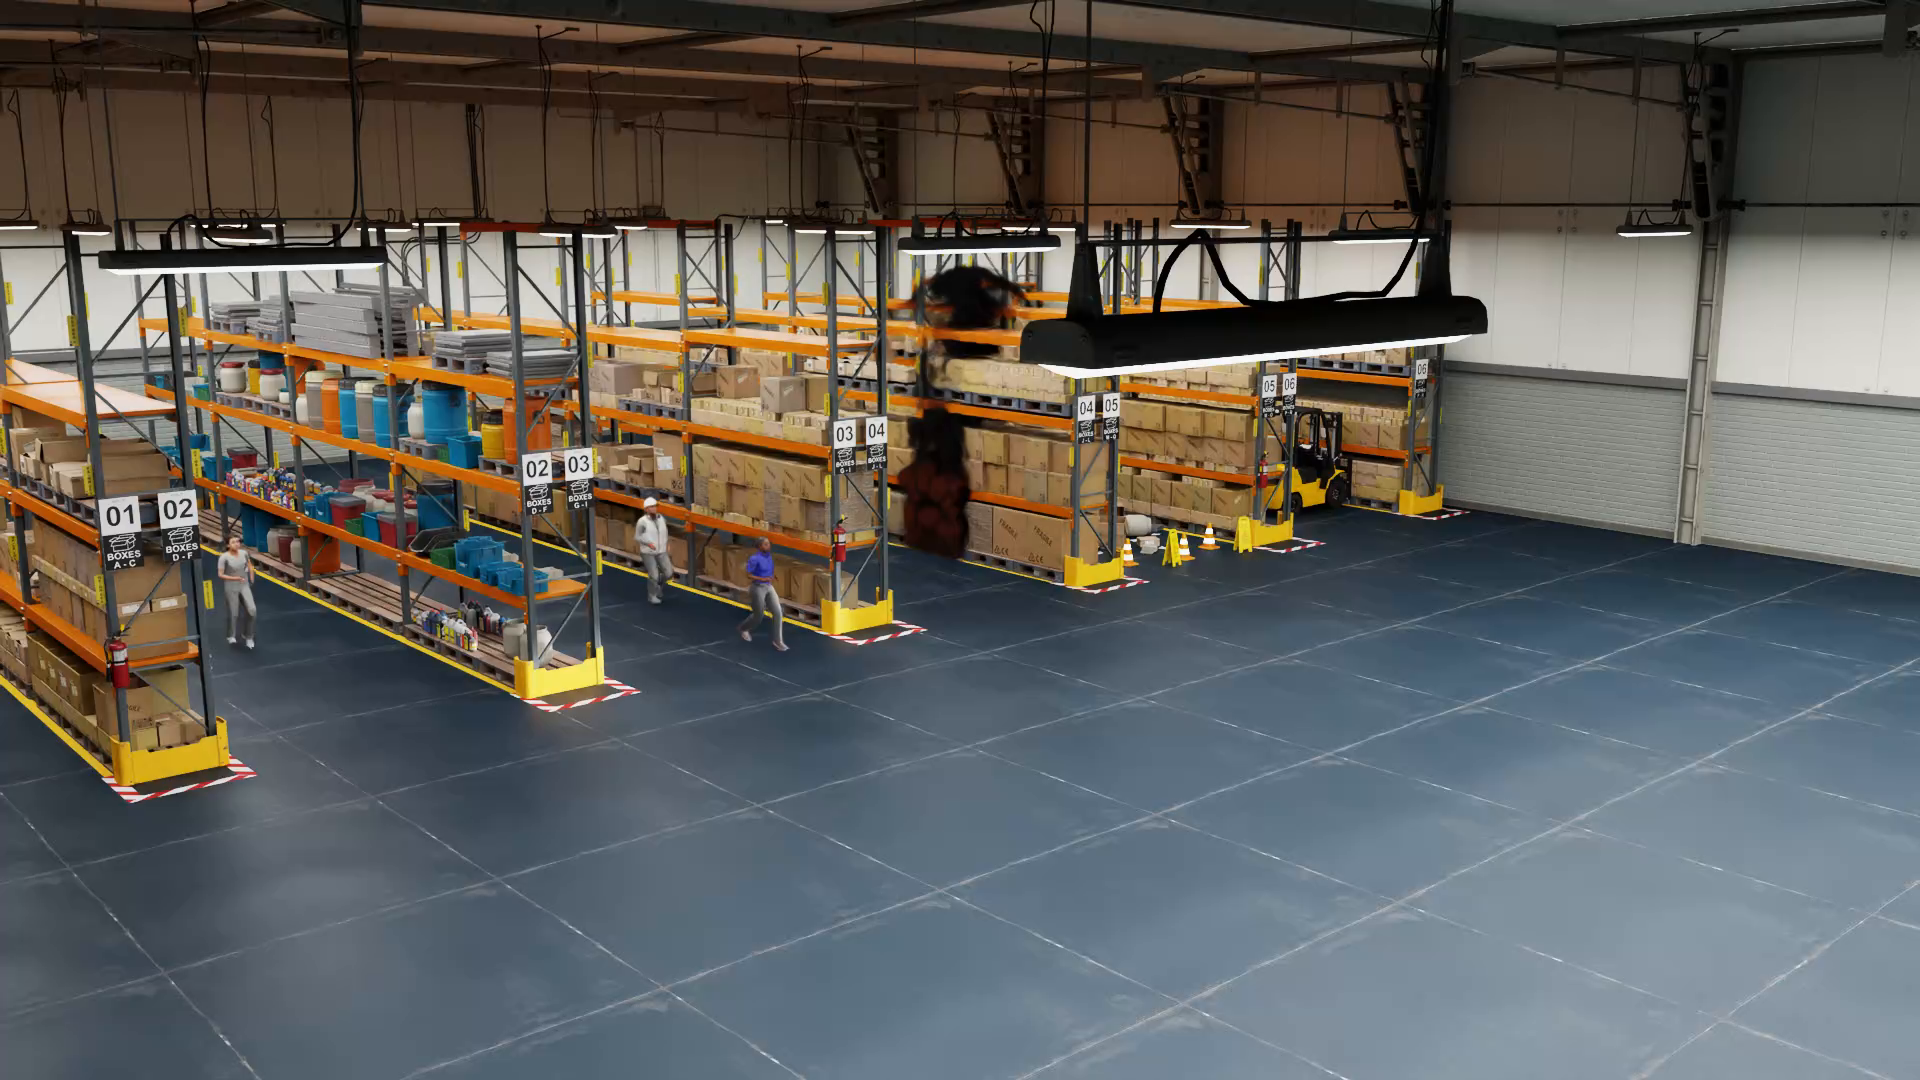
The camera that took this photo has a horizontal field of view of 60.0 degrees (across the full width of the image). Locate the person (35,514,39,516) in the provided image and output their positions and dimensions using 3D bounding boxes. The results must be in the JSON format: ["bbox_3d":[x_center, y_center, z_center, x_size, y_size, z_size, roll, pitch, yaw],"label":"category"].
[{"bbox_3d":[-16.659,-0.534,30.340,0.855,1.626,0.610,9,14,37],"label":"person"}]

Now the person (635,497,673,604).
[{"bbox_3d":[-4.854,0.178,26.568,0.635,1.727,0.564,-9,15,-38],"label":"person"}]

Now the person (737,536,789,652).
[{"bbox_3d":[-2.874,0.757,24.015,0.890,1.672,0.613,8,14,35],"label":"person"}]

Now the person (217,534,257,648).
[{"bbox_3d":[-10.424,0.751,24.024,0.715,1.719,0.580,10,15,41],"label":"person"}]
